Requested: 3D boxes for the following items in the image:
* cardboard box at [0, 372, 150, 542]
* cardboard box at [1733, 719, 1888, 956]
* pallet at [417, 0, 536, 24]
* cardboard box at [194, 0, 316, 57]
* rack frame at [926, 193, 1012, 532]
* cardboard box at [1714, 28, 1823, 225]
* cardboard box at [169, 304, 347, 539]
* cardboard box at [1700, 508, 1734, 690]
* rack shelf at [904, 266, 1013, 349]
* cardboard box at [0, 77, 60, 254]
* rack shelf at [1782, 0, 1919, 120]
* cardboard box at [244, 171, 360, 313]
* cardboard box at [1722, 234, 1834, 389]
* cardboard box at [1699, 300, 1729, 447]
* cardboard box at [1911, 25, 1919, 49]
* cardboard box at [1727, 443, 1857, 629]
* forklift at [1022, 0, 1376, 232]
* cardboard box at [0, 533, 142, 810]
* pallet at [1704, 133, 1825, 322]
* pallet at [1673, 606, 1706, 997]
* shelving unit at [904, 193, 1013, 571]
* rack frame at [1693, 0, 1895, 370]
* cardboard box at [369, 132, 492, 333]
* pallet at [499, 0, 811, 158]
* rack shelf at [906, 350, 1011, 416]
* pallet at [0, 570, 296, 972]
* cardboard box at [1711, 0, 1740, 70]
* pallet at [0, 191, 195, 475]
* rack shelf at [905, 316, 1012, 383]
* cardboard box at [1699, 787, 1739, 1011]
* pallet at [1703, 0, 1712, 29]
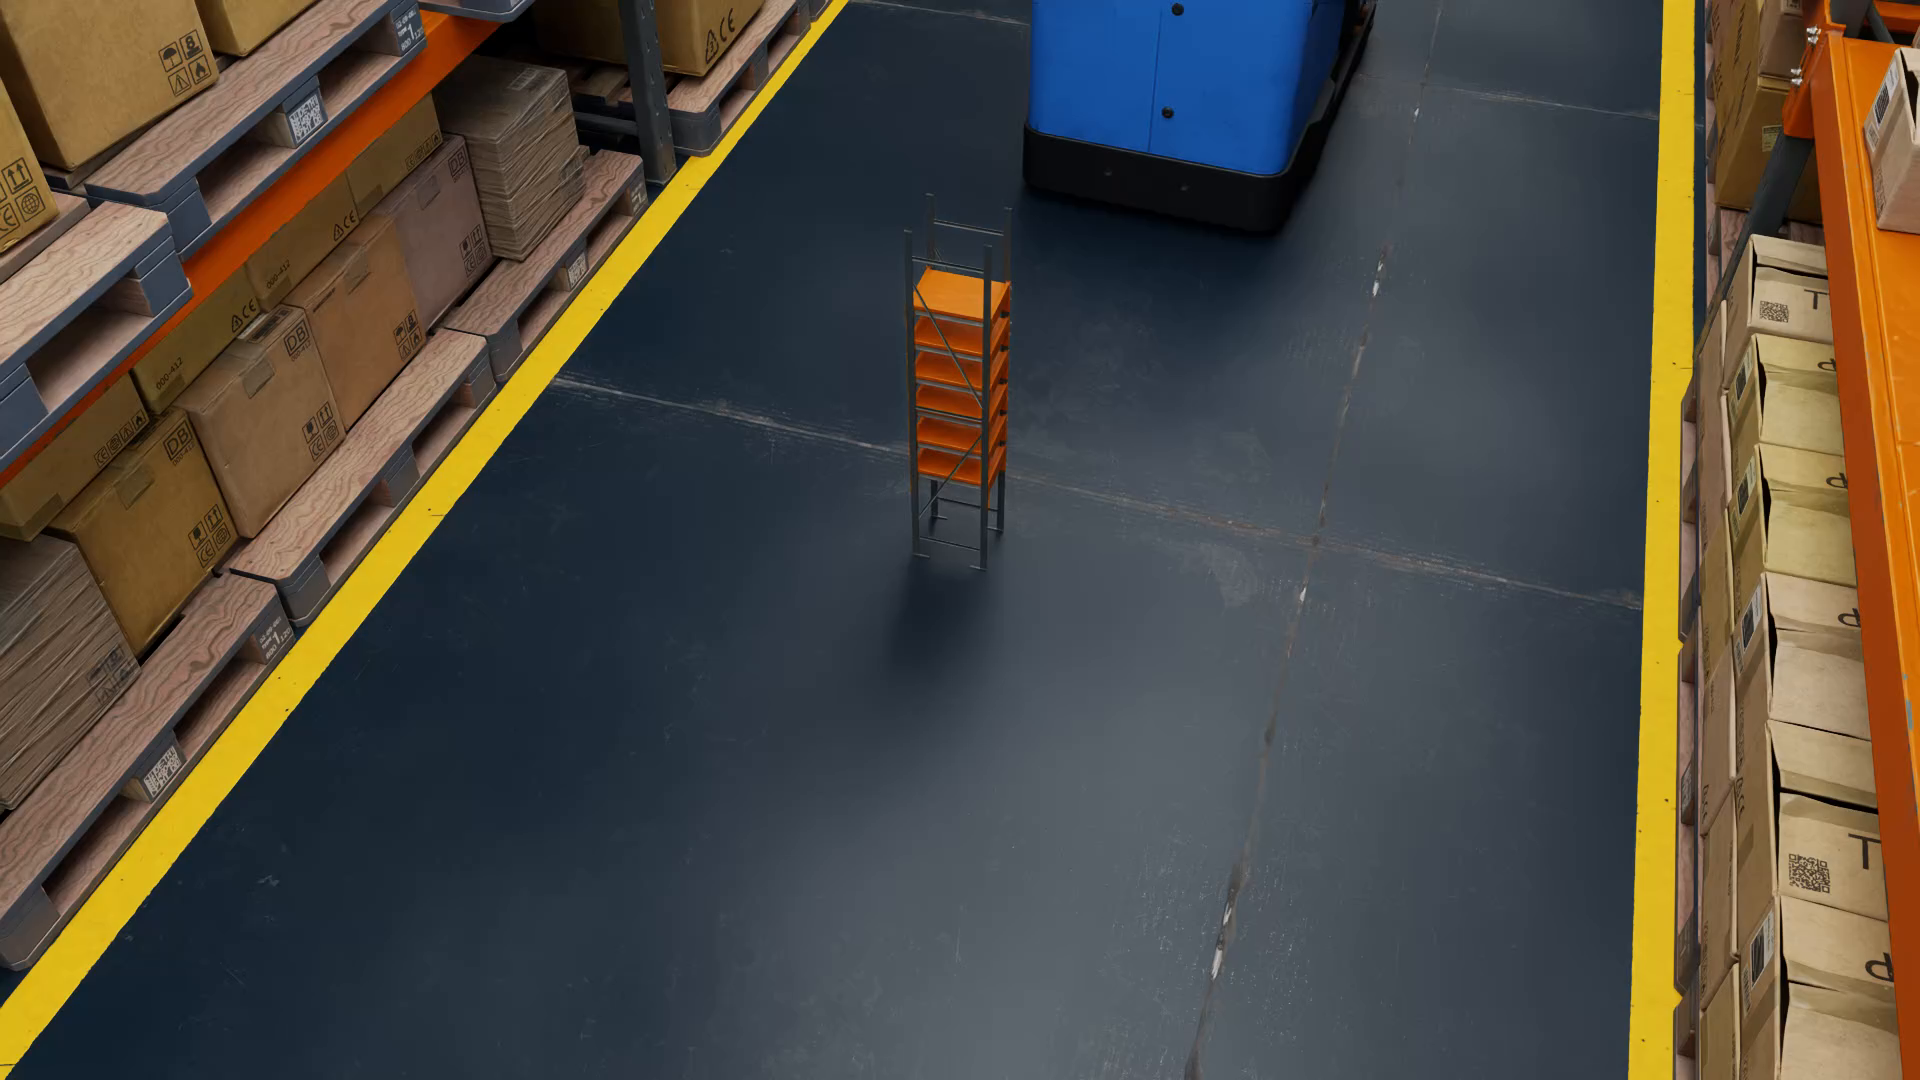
[{"bbox_3d":[-2.522,-0.295,4.344,0.500,0.250,0.500,12,46,12],"label":"cardboard box"},{"bbox_3d":[2.018,0.693,3.662,0.500,0.311,0.500,12,46,12],"label":"cardboard box"},{"bbox_3d":[-1.762,-2.075,5.363,1.213,0.211,1.003,13,46,13],"label":"pallet"},{"bbox_3d":[-2.136,-1.684,4.440,0.700,0.500,0.500,13,46,13],"label":"cardboard box"},{"bbox_3d":[0.023,-0.480,4.883,0.240,1.200,0.006,13,46,13],"label":"rack frame"},{"bbox_3d":[3.134,-1.532,6.143,0.500,0.500,0.500,14,46,14],"label":"cardboard box"},{"bbox_3d":[-2.350,-0.420,5.007,0.700,0.500,0.500,13,46,13],"label":"cardboard box"},{"bbox_3d":[2.333,0.208,4.558,0.500,0.250,0.500,11,46,11],"label":"cardboard box"},{"bbox_3d":[-0.004,-0.645,4.600,0.258,0.103,0.180,13,46,12],"label":"rack shelf"},{"bbox_3d":[-2.496,-0.871,3.609,0.700,0.500,0.500,17,47,17],"label":"cardboard box"},{"bbox_3d":[3.680,-2.671,6.349,1.077,0.370,4.000,13,46,13],"label":"rack shelf"},{"bbox_3d":[-2.199,-0.972,5.035,0.500,0.250,0.500,12,46,12],"label":"cardboard box"},{"bbox_3d":[2.636,-0.675,5.060,0.500,0.311,0.500,14,46,14],"label":"cardboard box"},{"bbox_3d":[2.636,-0.475,5.256,0.500,0.250,0.500,12,46,12],"label":"cardboard box"},{"bbox_3d":[2.923,-1.329,4.528,0.500,0.311,0.500,15,46,15],"label":"cardboard box"},{"bbox_3d":[2.328,0.016,4.354,0.500,0.311,0.500,11,46,11],"label":"cardboard box"},{"bbox_3d":[1.241,-3.272,6.498,1.130,2.935,3.031,15,46,14],"label":"forklift"},{"bbox_3d":[-2.652,0.267,4.305,0.700,0.500,0.500,14,46,14],"label":"cardboard box"},{"bbox_3d":[3.337,-1.088,6.210,1.003,0.211,1.213,13,46,13],"label":"pallet"},{"bbox_3d":[2.417,0.753,4.329,1.003,0.211,1.213,13,46,13],"label":"pallet"},{"bbox_3d":[-0.004,-0.419,4.820,0.258,1.200,0.189,13,46,13],"label":"shelving unit"},{"bbox_3d":[3.075,-1.595,4.735,1.000,3.000,0.127,13,46,13],"label":"rack frame"},{"bbox_3d":[-2.083,-1.095,5.697,0.700,0.500,0.500,12,46,12],"label":"cardboard box"},{"bbox_3d":[-1.337,-2.154,7.300,1.003,0.211,1.213,13,46,13],"label":"pallet"},{"bbox_3d":[-0.004,-0.473,4.768,0.258,0.103,0.180,13,46,12],"label":"rack shelf"},{"bbox_3d":[-2.625,0.502,4.586,1.003,0.211,1.213,13,46,13],"label":"pallet"},{"bbox_3d":[3.444,-2.227,6.854,0.500,0.500,0.500,11,45,11],"label":"cardboard box"},{"bbox_3d":[-2.489,-0.385,3.636,1.003,0.211,1.213,13,46,13],"label":"pallet"},{"bbox_3d":[-0.004,-0.559,4.684,0.258,0.103,0.180,13,46,12],"label":"rack shelf"},{"bbox_3d":[2.022,0.889,3.863,0.500,0.250,0.500,13,46,13],"label":"cardboard box"},{"bbox_3d":[4.076,-2.714,7.873,1.003,0.211,1.213,13,46,13],"label":"pallet"}]
